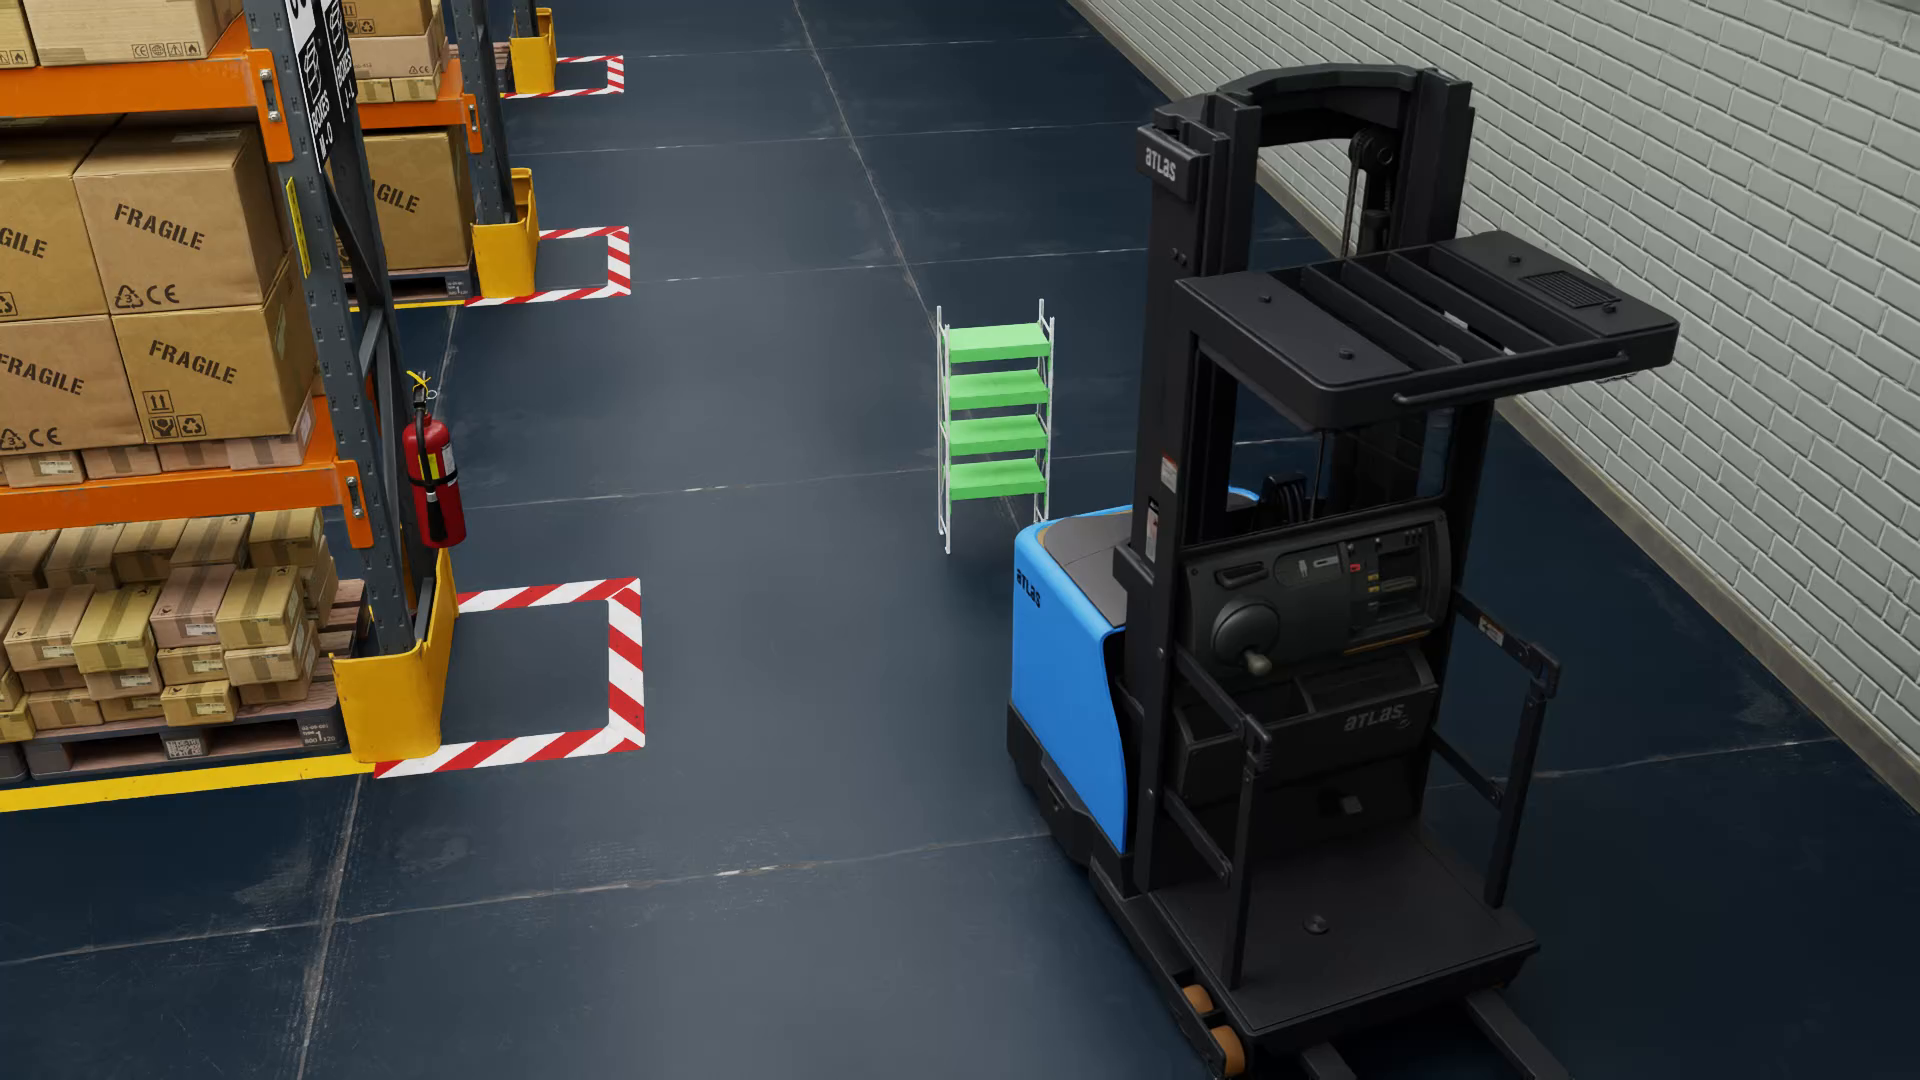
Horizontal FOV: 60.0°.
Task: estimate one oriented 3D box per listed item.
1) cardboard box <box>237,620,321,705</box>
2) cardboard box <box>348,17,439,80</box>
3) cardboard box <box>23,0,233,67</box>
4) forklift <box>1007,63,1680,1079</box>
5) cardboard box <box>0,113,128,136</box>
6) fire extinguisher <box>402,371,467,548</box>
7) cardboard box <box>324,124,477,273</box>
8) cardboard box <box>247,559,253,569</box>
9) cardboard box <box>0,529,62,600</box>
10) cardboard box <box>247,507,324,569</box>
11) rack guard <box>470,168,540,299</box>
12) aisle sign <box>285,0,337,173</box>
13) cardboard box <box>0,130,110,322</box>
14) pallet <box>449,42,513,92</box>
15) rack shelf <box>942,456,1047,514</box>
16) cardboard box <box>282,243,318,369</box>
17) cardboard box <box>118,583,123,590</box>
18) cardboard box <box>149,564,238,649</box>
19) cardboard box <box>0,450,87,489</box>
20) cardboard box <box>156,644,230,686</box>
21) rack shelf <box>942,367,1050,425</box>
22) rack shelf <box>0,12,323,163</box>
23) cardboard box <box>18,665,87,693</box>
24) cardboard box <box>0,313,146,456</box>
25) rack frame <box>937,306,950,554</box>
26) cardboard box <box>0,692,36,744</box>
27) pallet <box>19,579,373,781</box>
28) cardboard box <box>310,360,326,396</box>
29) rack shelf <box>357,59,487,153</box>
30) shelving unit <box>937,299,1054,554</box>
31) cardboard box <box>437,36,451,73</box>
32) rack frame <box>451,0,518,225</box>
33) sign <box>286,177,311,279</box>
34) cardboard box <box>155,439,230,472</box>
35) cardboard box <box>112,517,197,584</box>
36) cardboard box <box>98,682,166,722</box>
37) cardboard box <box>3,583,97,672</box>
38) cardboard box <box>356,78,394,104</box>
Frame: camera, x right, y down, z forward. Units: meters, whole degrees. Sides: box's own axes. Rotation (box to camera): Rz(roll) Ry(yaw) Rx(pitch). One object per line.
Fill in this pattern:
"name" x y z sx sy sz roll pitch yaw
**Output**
"cardboard box" -2.799 0.501 6.836 0.250 0.149 0.380 -5 31 -8
"cardboard box" -3.542 -3.068 10.362 0.500 0.250 0.500 -6 31 -10
"cardboard box" -2.718 -1.753 5.461 0.500 0.250 0.500 -6 31 -10
"forklift" 1.202 0.215 4.992 1.130 2.935 3.031 -11 32 -19
"cardboard box" -3.303 -1.343 6.196 0.500 0.500 0.500 -4 31 -7
"fire extinguisher" -1.988 -0.297 6.240 0.183 0.674 0.296 -5 31 -9
"cardboard box" -3.728 -2.347 10.965 0.875 0.875 0.875 -5 31 -9
"cardboard box" -3.160 0.138 7.161 0.250 0.149 0.380 -5 31 -9
"cardboard box" -3.919 0.100 6.932 0.250 0.149 0.380 -4 31 -7
"cardboard box" -2.895 -0.029 7.151 0.250 0.149 0.380 -7 31 -11
"rack guard" -3.089 -2.105 11.337 0.348 0.500 1.175 -5 31 -9
"aisle sign" -2.193 -1.676 5.577 0.004 0.787 0.394 -5 31 -9
"cardboard box" -3.222 -1.089 5.764 0.500 0.500 0.500 -6 31 -11
"pallet" -4.823 -4.392 15.511 1.213 0.211 1.003 -5 31 -9
"rack shelf" 0.163 -0.270 8.126 0.480 0.148 0.258 -5 31 -9
"cardboard box" -2.810 -0.967 6.542 0.500 0.500 0.500 -4 31 -7
"cardboard box" -3.657 0.174 7.100 0.250 0.149 0.380 -4 31 -7
"cardboard box" -3.051 0.262 6.657 0.250 0.149 0.380 -5 31 -8
"cardboard box" -3.331 -0.350 6.134 0.250 0.149 0.380 -4 31 -8
"cardboard box" -3.053 0.409 6.700 0.250 0.149 0.380 -6 31 -10
"rack shelf" 0.163 -0.684 7.882 0.480 0.148 0.258 -5 31 -9
"rack shelf" -4.286 -1.499 5.590 4.000 0.370 1.077 -5 31 -9
"cardboard box" -3.580 0.433 6.659 0.250 0.149 0.380 -6 31 -10
"cardboard box" -3.222 -0.656 6.014 0.500 0.500 0.500 -6 31 -10
"rack frame" -0.077 -0.510 7.934 0.015 1.200 0.240 -5 31 -9
"cardboard box" -3.789 0.640 6.600 0.250 0.149 0.380 -7 31 -11
"pallet" -3.199 0.567 7.077 1.213 0.211 1.003 -5 31 -9
"cardboard box" -2.696 -0.724 6.770 0.250 0.149 0.380 -6 31 -9
"rack shelf" -5.080 -2.688 10.572 4.000 0.370 1.077 -5 31 -9
"shelving unit" 0.163 -0.532 7.972 0.503 1.200 0.258 -5 31 -9
"cardboard box" -3.521 -3.204 10.988 0.250 0.149 0.380 -5 31 -8
"rack frame" -3.113 -3.181 10.700 0.127 3.000 1.000 -5 31 -9
"sign" -2.238 -1.055 5.631 0.005 0.325 0.100 -5 31 -9
"cardboard box" -2.840 -0.416 6.245 0.250 0.149 0.380 -5 31 -9
"cardboard box" -3.416 0.016 7.075 0.250 0.149 0.380 -5 31 -9
"cardboard box" -3.309 0.557 6.742 0.250 0.149 0.380 -5 31 -9
"cardboard box" -3.549 0.341 6.522 0.250 0.149 0.380 -7 31 -11
"cardboard box" -3.659 -2.851 10.387 0.250 0.149 0.380 -5 31 -8
